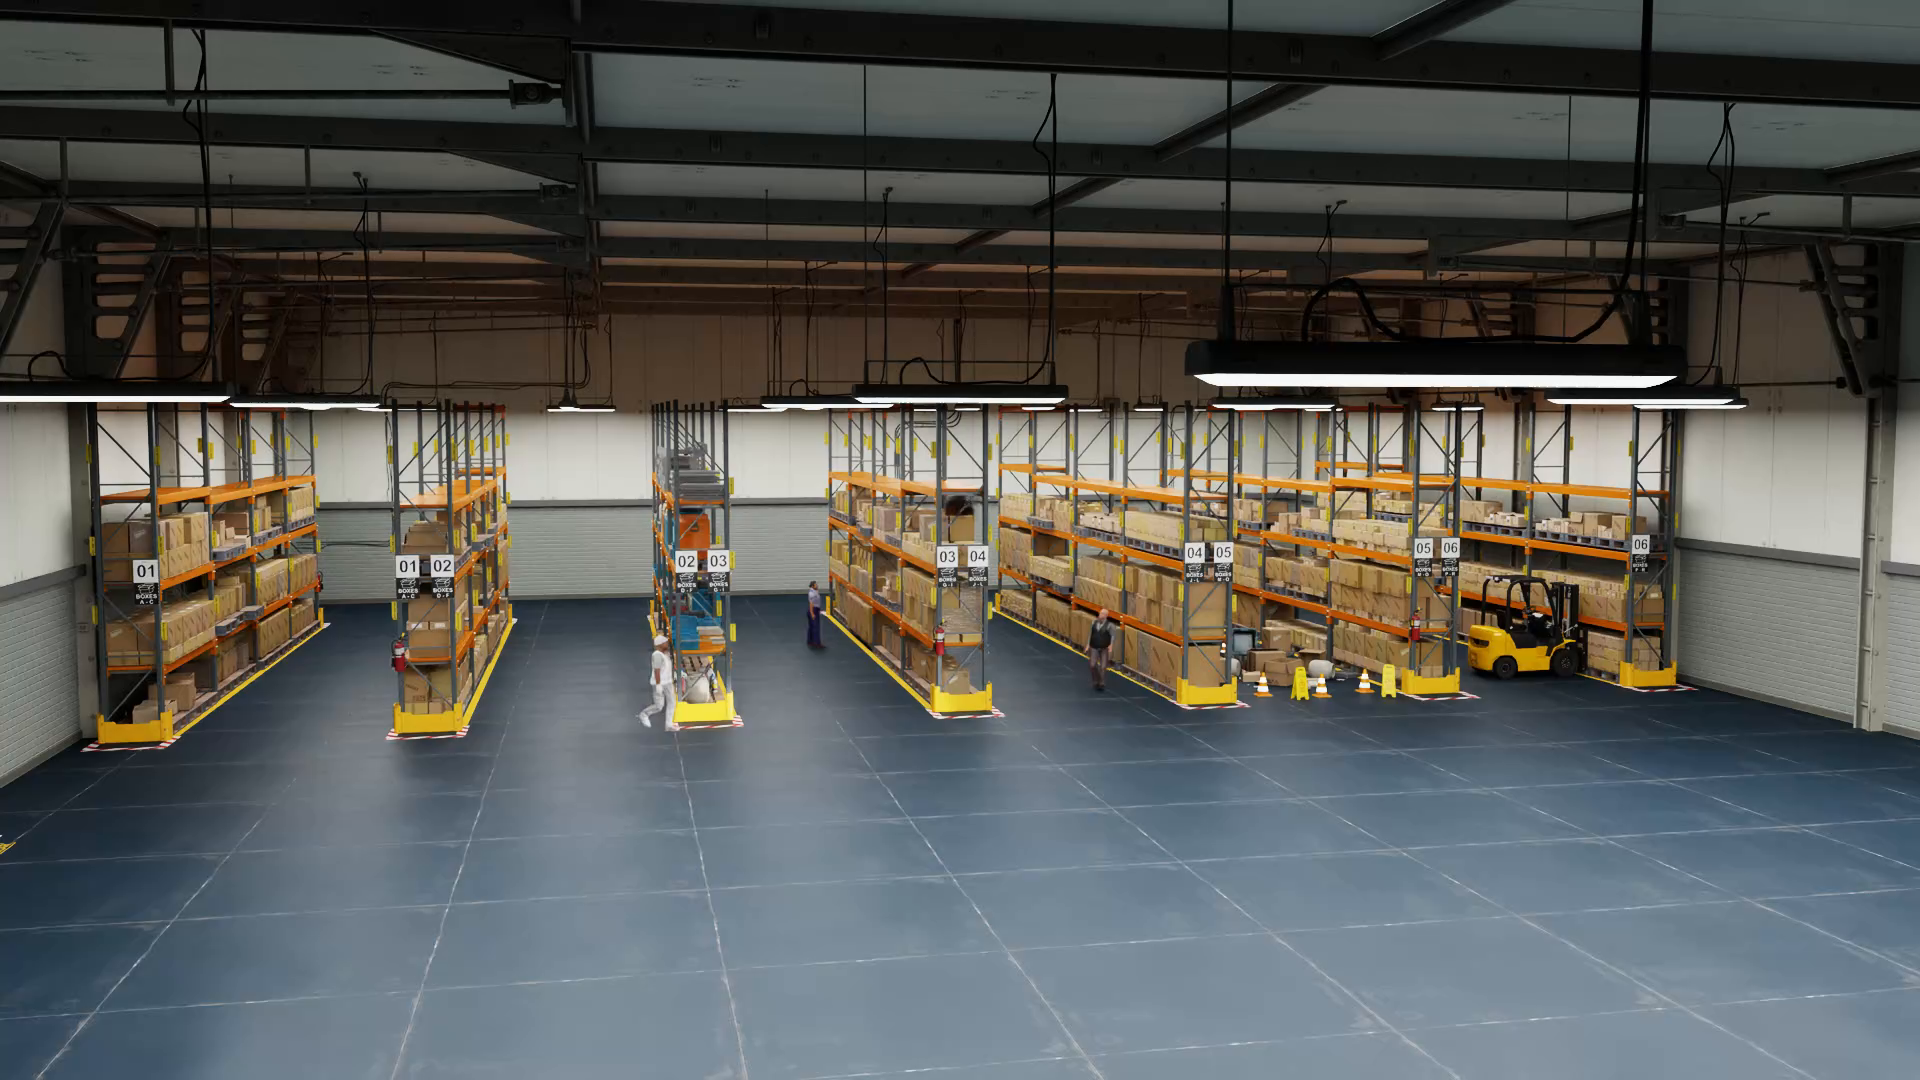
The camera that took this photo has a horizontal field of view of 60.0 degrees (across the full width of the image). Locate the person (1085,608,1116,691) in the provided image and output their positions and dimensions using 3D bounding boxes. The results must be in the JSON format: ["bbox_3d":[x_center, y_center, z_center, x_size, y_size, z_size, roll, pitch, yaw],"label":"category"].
[{"bbox_3d":[2.902,2.312,34.425,0.655,1.782,0.615,1,4,9],"label":"person"}]

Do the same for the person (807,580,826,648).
[{"bbox_3d":[-3.530,1.819,40.955,0.499,1.667,0.503,0,4,1],"label":"person"}]

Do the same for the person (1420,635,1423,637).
[{"bbox_3d":[10.576,2.050,38.295,0.347,1.603,0.475,1,4,15],"label":"person"}]

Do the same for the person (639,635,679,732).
[{"bbox_3d":[-5.429,2.583,29.979,0.762,1.759,0.599,2,5,29],"label":"person"}]
